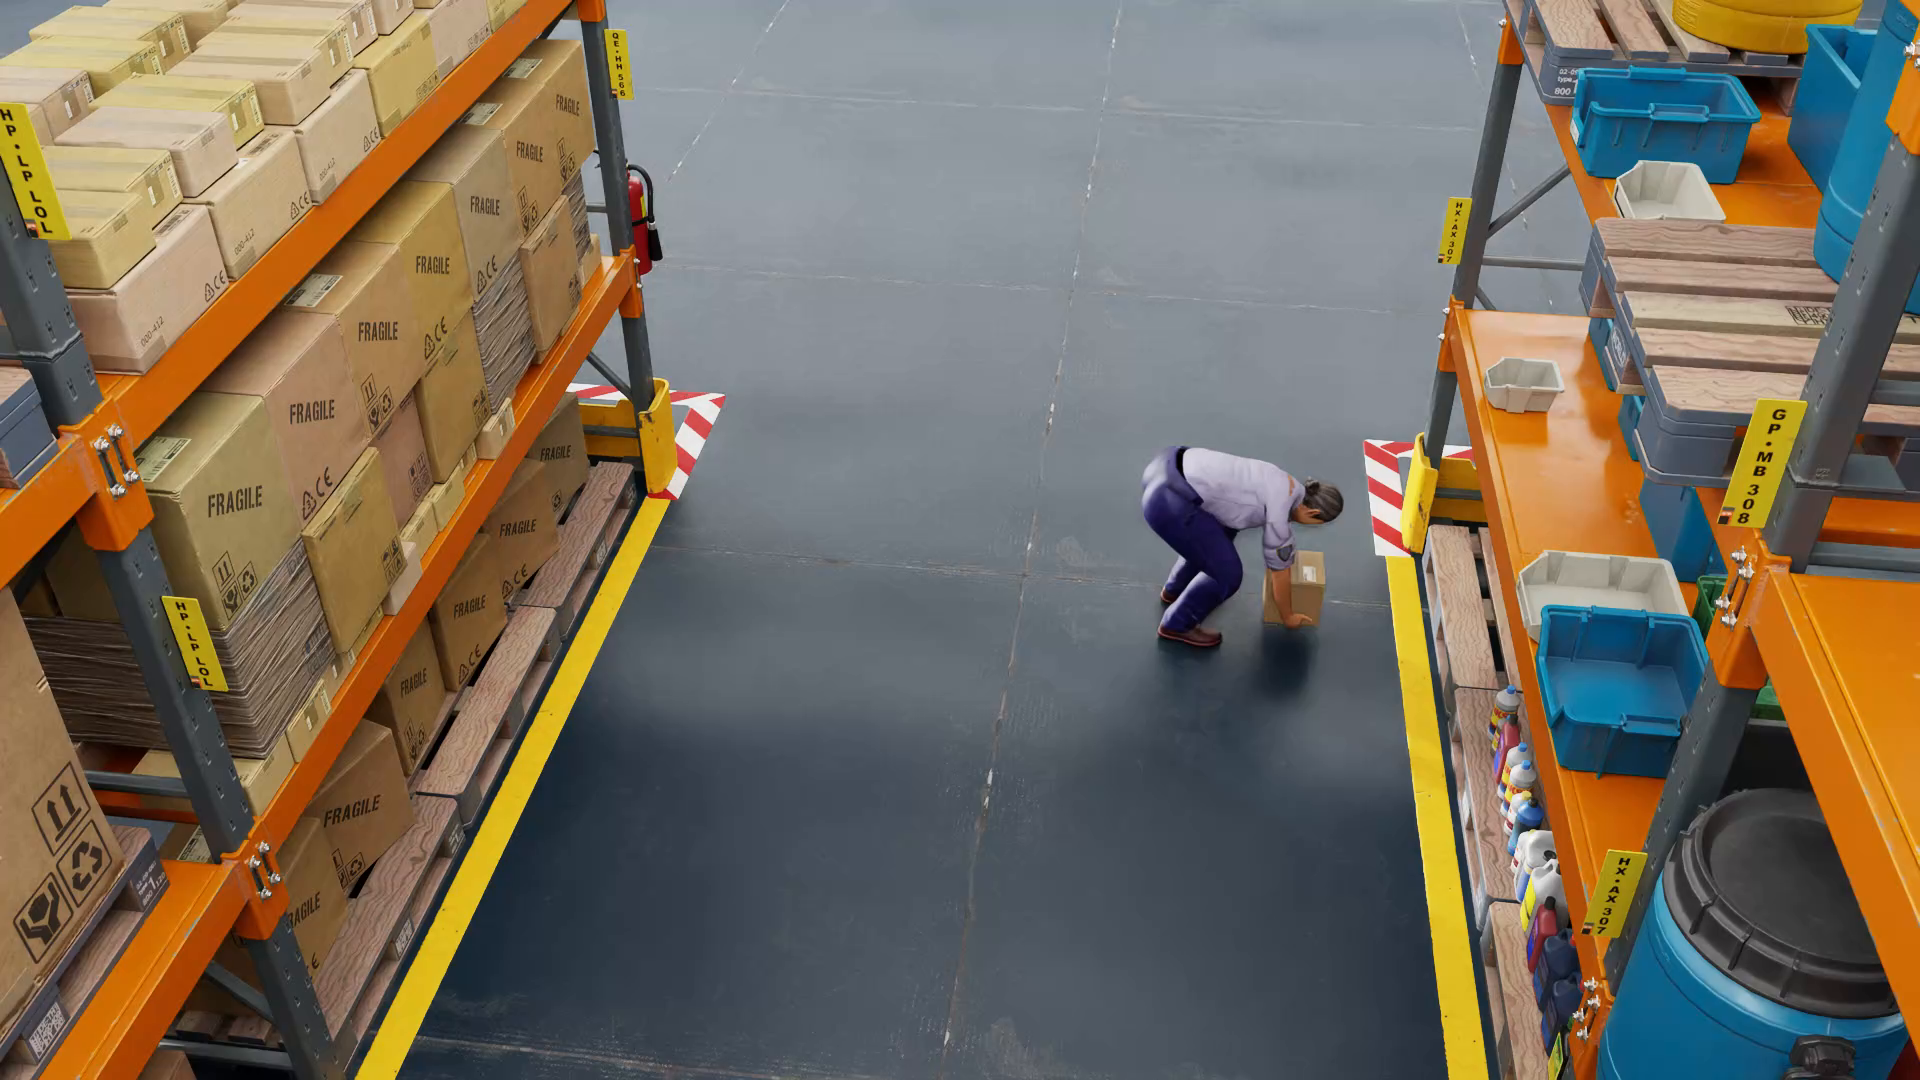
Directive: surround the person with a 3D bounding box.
[{"bbox_3d":[1.268,0.022,7.638,0.905,0.920,0.506,3,36,4],"label":"person"}]
